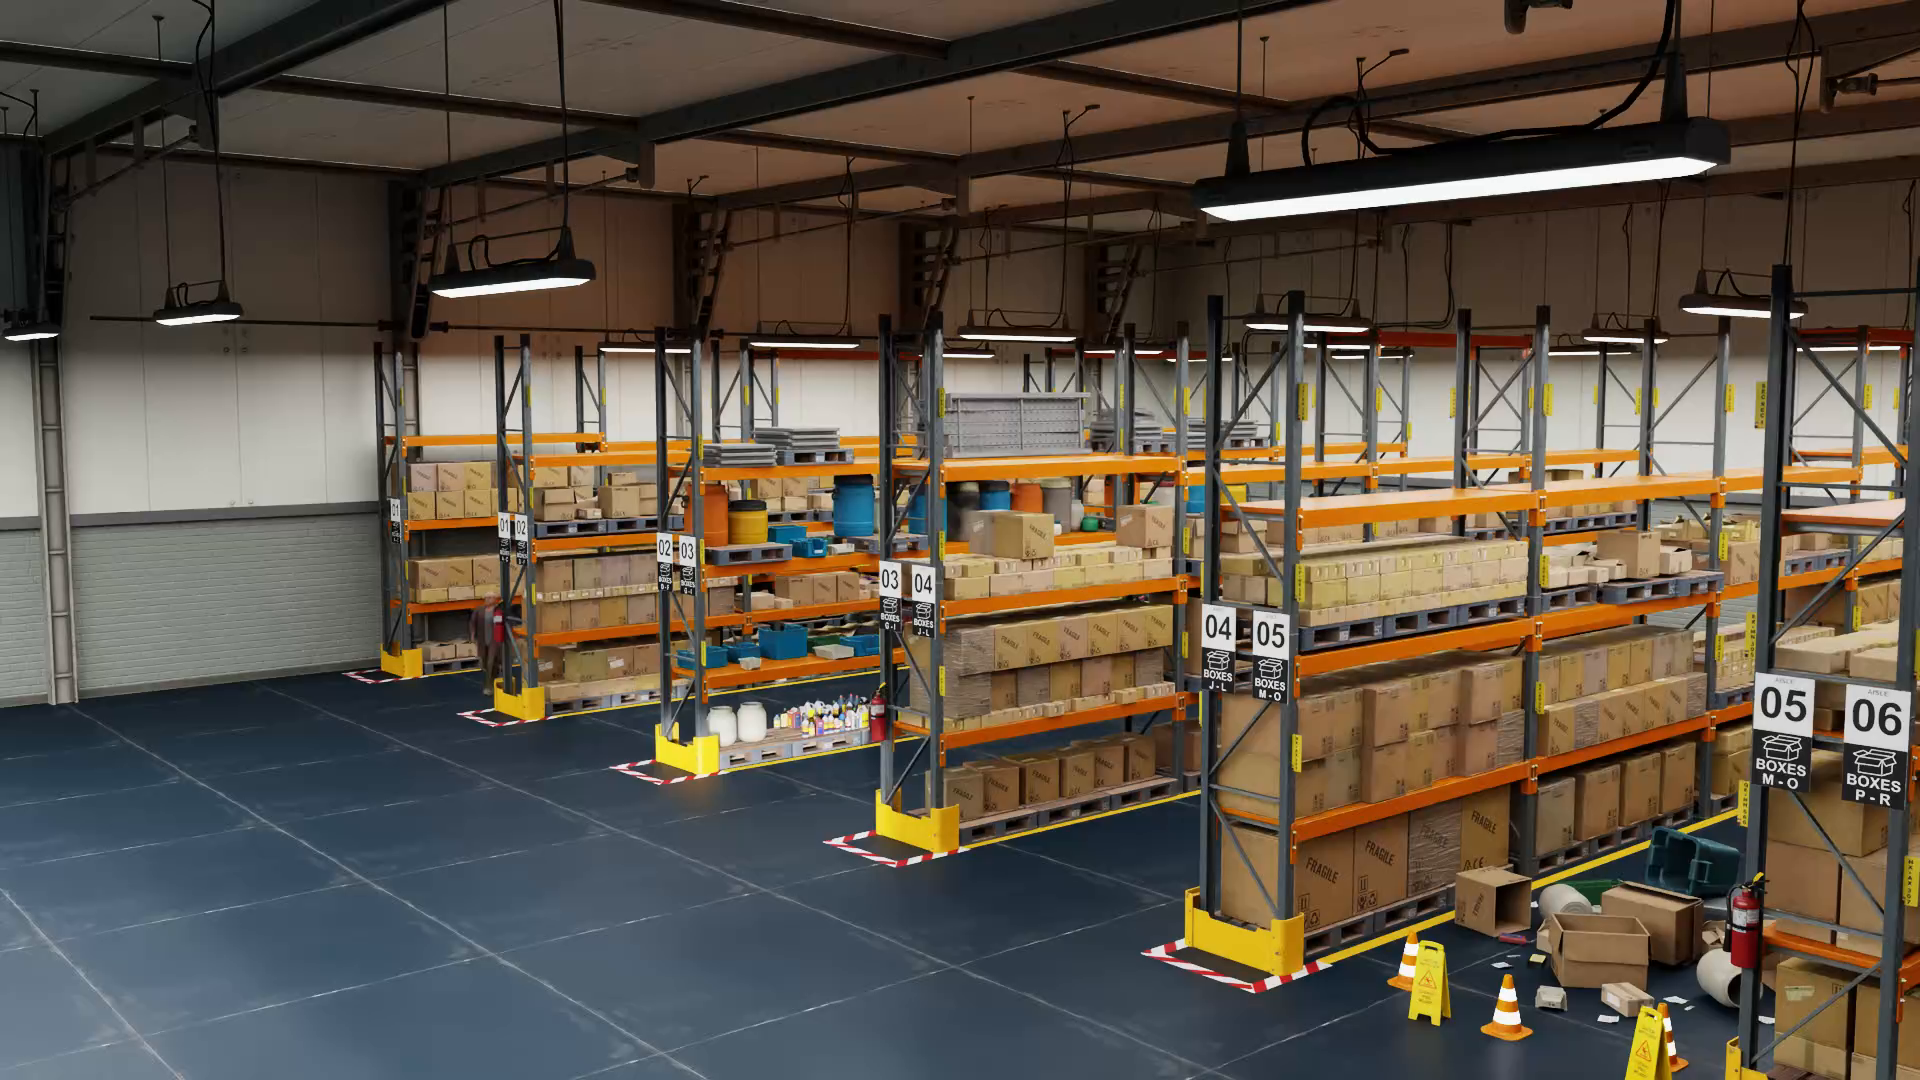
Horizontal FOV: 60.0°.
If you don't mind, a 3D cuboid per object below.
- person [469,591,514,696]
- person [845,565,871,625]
[{"bbox_3d":[-7.960,1.724,28.253,0.729,1.744,0.920,0,5,4],"label":"person"},{"bbox_3d":[-2.072,1.301,32.842,0.832,1.812,0.655,-3,6,-34],"label":"person"}]
